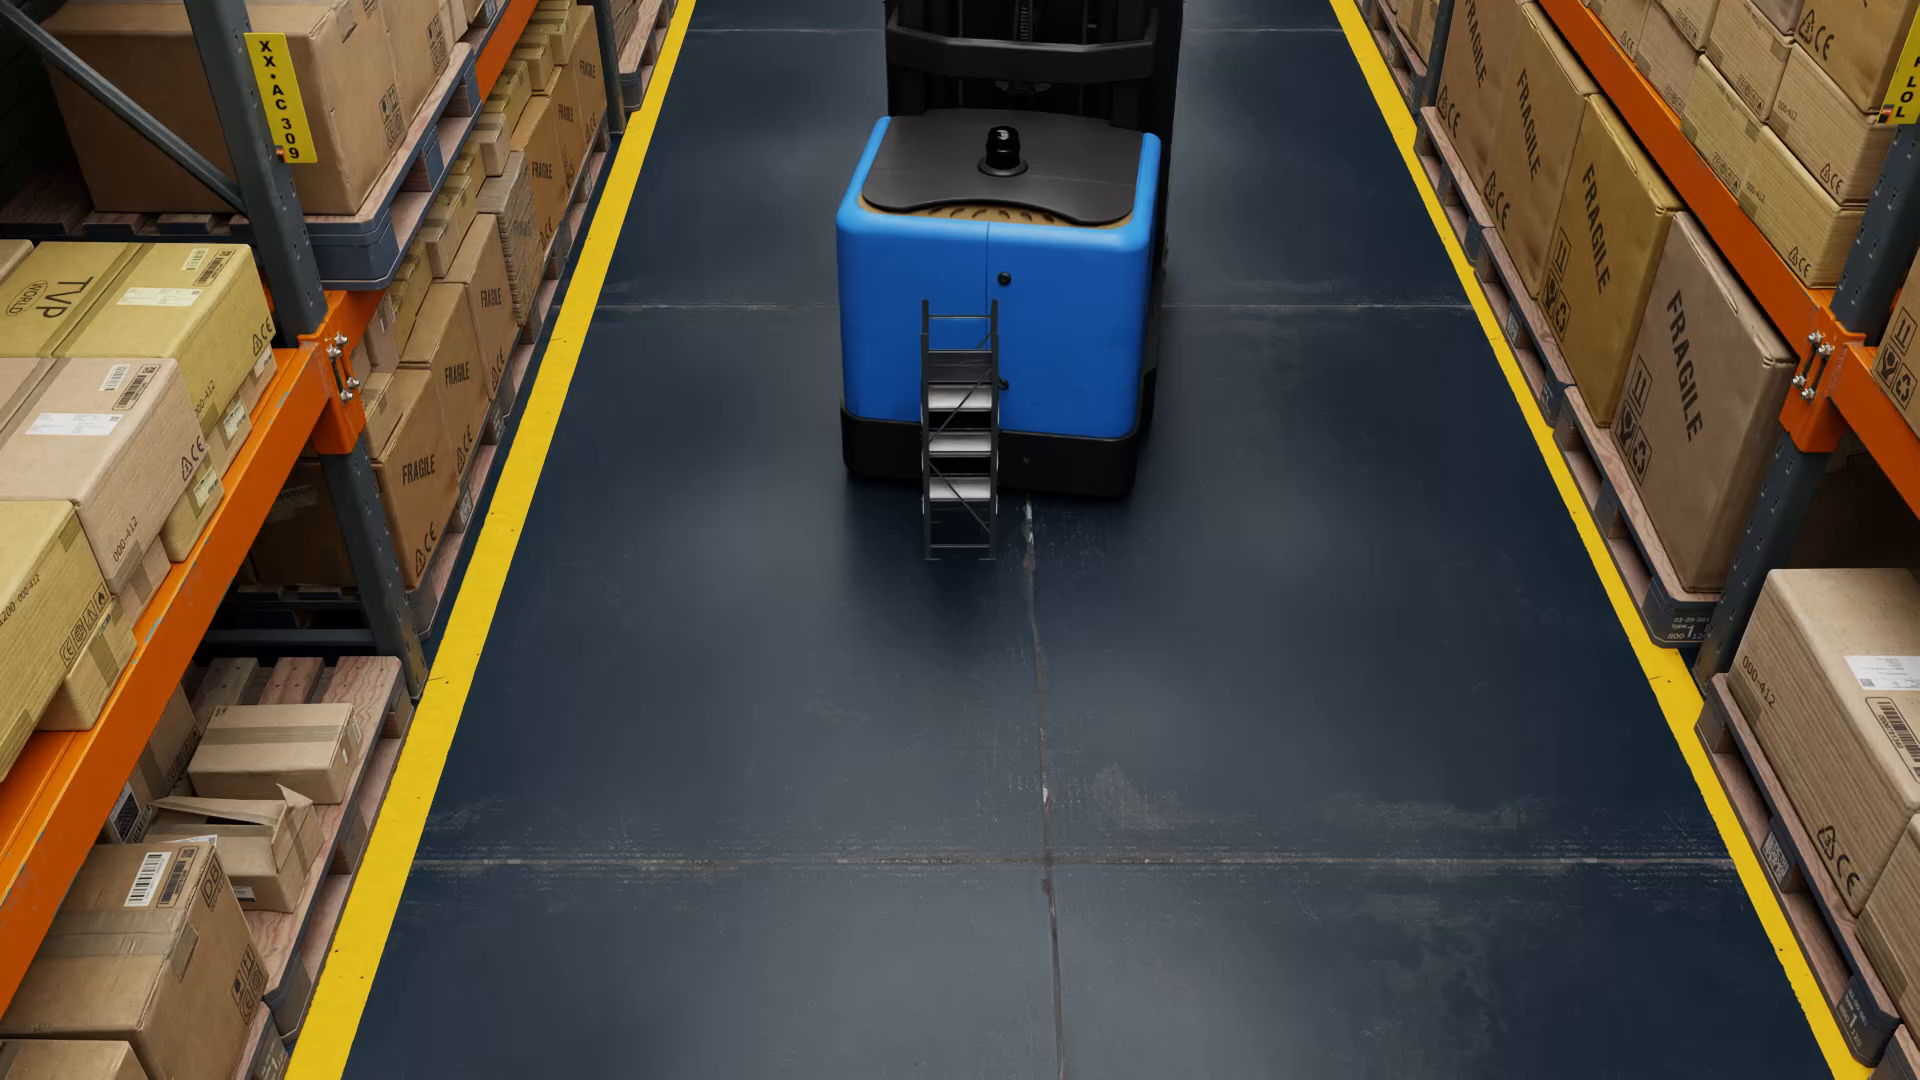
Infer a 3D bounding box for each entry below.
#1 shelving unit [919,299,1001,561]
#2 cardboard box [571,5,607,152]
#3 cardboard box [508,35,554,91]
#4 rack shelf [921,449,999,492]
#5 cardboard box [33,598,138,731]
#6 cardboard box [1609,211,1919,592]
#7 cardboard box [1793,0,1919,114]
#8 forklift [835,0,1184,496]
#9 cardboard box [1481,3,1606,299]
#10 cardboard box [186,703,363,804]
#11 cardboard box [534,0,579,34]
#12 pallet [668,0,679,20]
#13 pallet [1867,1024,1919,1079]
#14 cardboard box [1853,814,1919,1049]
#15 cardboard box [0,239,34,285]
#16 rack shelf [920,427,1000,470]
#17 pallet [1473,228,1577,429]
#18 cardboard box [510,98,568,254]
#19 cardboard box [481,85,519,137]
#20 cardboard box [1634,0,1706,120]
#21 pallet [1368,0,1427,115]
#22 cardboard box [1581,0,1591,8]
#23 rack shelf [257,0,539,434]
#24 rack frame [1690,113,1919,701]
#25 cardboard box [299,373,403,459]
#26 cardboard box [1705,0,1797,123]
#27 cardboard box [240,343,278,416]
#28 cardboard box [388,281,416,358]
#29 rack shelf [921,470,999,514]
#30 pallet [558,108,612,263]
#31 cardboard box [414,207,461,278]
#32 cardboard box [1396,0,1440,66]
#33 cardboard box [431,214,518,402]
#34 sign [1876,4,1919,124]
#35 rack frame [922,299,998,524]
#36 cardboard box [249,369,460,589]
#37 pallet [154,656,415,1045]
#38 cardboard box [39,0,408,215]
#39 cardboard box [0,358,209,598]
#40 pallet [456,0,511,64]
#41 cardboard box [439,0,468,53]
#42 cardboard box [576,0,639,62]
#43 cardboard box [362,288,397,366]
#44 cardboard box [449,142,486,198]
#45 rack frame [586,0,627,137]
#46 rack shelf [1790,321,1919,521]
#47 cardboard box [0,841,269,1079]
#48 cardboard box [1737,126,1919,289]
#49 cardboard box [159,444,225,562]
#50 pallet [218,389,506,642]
[{"bbox_3d":[0.000,-0.346,5.462,0.258,0.900,0.210,0,39,0],"label":"shelving unit"},{"bbox_3d":[-1.956,-2.135,7.678,0.500,0.500,0.500,1,39,1],"label":"cardboard box"},{"bbox_3d":[-1.930,-2.008,7.002,0.380,0.149,0.250,-1,39,-2],"label":"cardboard box"},{"bbox_3d":[0.000,-0.250,5.539,0.258,0.077,0.200,0,39,0],"label":"rack shelf"},{"bbox_3d":[-1.866,0.237,3.256,0.380,0.149,0.250,-1,39,-1],"label":"cardboard box"},{"bbox_3d":[2.716,-0.438,5.261,0.875,0.875,0.875,1,39,1],"label":"cardboard box"},{"bbox_3d":[2.545,-1.424,4.248,0.500,0.500,0.500,1,39,1],"label":"cardboard box"},{"bbox_3d":[0.305,-2.215,6.171,1.130,2.935,3.031,5,39,7],"label":"forklift"},{"bbox_3d":[2.707,-1.562,6.663,0.875,0.875,0.875,0,39,1],"label":"cardboard box"},{"bbox_3d":[-1.872,0.588,4.562,0.380,0.149,0.250,-1,39,-1],"label":"cardboard box"},{"bbox_3d":[-1.917,-2.344,7.420,0.380,0.149,0.250,-2,39,-2],"label":"cardboard box"},{"bbox_3d":[-2.132,-3.398,9.822,1.003,0.211,1.213,0,39,0],"label":"pallet"},{"bbox_3d":[2.724,1.613,3.568,1.003,0.211,1.213,0,39,0],"label":"pallet"},{"bbox_3d":[2.692,1.073,3.725,0.875,0.438,0.875,-1,39,-1],"label":"cardboard box"},{"bbox_3d":[-2.436,-0.457,3.803,0.500,0.250,0.500,0,39,-1],"label":"cardboard box"},{"bbox_3d":[0.000,-0.320,5.483,0.258,0.077,0.200,0,39,0],"label":"rack shelf"},{"bbox_3d":[2.717,-0.874,6.672,1.003,0.211,1.213,0,39,0],"label":"pallet"},{"bbox_3d":[-1.962,-1.495,6.879,0.500,0.500,0.500,2,39,2],"label":"cardboard box"},{"bbox_3d":[-1.974,-1.687,6.601,0.380,0.149,0.250,-1,39,-1],"label":"cardboard box"},{"bbox_3d":[2.563,-1.571,5.432,0.500,0.250,0.500,-1,39,-1],"label":"cardboard box"},{"bbox_3d":[2.793,-2.617,8.847,1.003,0.211,1.213,0,39,0],"label":"pallet"},{"bbox_3d":[2.554,-2.203,6.220,0.500,0.250,0.500,1,39,1],"label":"cardboard box"},{"bbox_3d":[-2.169,-1.679,6.022,1.077,0.370,4.000,0,39,0],"label":"rack shelf"},{"bbox_3d":[2.797,-0.715,4.244,1.000,3.000,0.127,0,39,0],"label":"rack frame"},{"bbox_3d":[-1.901,-0.375,4.964,0.380,0.149,0.250,2,39,2],"label":"cardboard box"},{"bbox_3d":[2.545,-1.440,4.868,0.500,0.250,0.500,1,39,1],"label":"cardboard box"},{"bbox_3d":[-1.914,-0.412,4.066,0.380,0.149,0.250,0,39,1],"label":"cardboard box"},{"bbox_3d":[-1.990,-0.709,5.380,0.380,0.149,0.250,-2,39,-2],"label":"cardboard box"},{"bbox_3d":[0.000,-0.180,5.596,0.258,0.077,0.200,0,39,0],"label":"rack shelf"},{"bbox_3d":[-2.208,-1.656,7.647,1.003,0.211,1.213,0,39,0],"label":"pallet"},{"bbox_3d":[-1.967,-1.037,5.789,0.380,0.149,0.250,0,39,0],"label":"cardboard box"},{"bbox_3d":[2.802,-2.708,8.496,0.950,0.372,0.625,-2,39,-3],"label":"cardboard box"},{"bbox_3d":[-1.949,-0.845,6.069,0.500,0.500,0.500,-1,39,-1],"label":"cardboard box"},{"bbox_3d":[2.254,-1.130,3.898,0.100,0.325,0.005,0,39,0],"label":"sign"},{"bbox_3d":[0.000,-0.410,5.542,0.240,0.900,0.006,0,39,0],"label":"rack frame"},{"bbox_3d":[-1.942,-0.200,5.264,0.500,0.500,0.500,2,39,2],"label":"cardboard box"},{"bbox_3d":[-2.167,0.808,4.573,1.003,0.211,1.213,0,39,0],"label":"pallet"},{"bbox_3d":[-1.943,-1.215,4.451,0.700,0.500,0.500,1,39,1],"label":"cardboard box"},{"bbox_3d":[-1.907,-0.135,3.402,0.500,0.250,0.500,0,39,0],"label":"cardboard box"},{"bbox_3d":[-2.164,-1.920,5.900,1.003,0.211,1.213,0,39,0],"label":"pallet"},{"bbox_3d":[-1.784,-1.690,5.232,0.396,0.266,0.258,2,39,2],"label":"cardboard box"},{"bbox_3d":[-2.158,-2.838,8.456,0.875,0.625,0.625,1,39,1],"label":"cardboard box"},{"bbox_3d":[-1.949,-0.654,5.074,0.380,0.149,0.250,-2,39,-2],"label":"cardboard box"},{"bbox_3d":[-1.995,-1.361,6.194,0.380,0.149,0.250,0,39,0],"label":"cardboard box"},{"bbox_3d":[-2.171,-3.211,7.358,1.000,3.000,0.127,0,39,0],"label":"rack frame"},{"bbox_3d":[2.799,0.816,2.908,1.077,0.370,4.000,0,39,0],"label":"rack shelf"},{"bbox_3d":[-2.031,1.037,3.720,0.700,0.500,0.500,-1,39,-2],"label":"cardboard box"},{"bbox_3d":[2.544,-0.937,4.640,0.500,0.250,0.500,-1,39,-1],"label":"cardboard box"},{"bbox_3d":[-1.867,-0.087,3.660,0.380,0.149,0.250,1,39,1],"label":"cardboard box"},{"bbox_3d":[-2.205,-0.130,5.743,1.003,0.211,1.213,0,39,0],"label":"pallet"}]
